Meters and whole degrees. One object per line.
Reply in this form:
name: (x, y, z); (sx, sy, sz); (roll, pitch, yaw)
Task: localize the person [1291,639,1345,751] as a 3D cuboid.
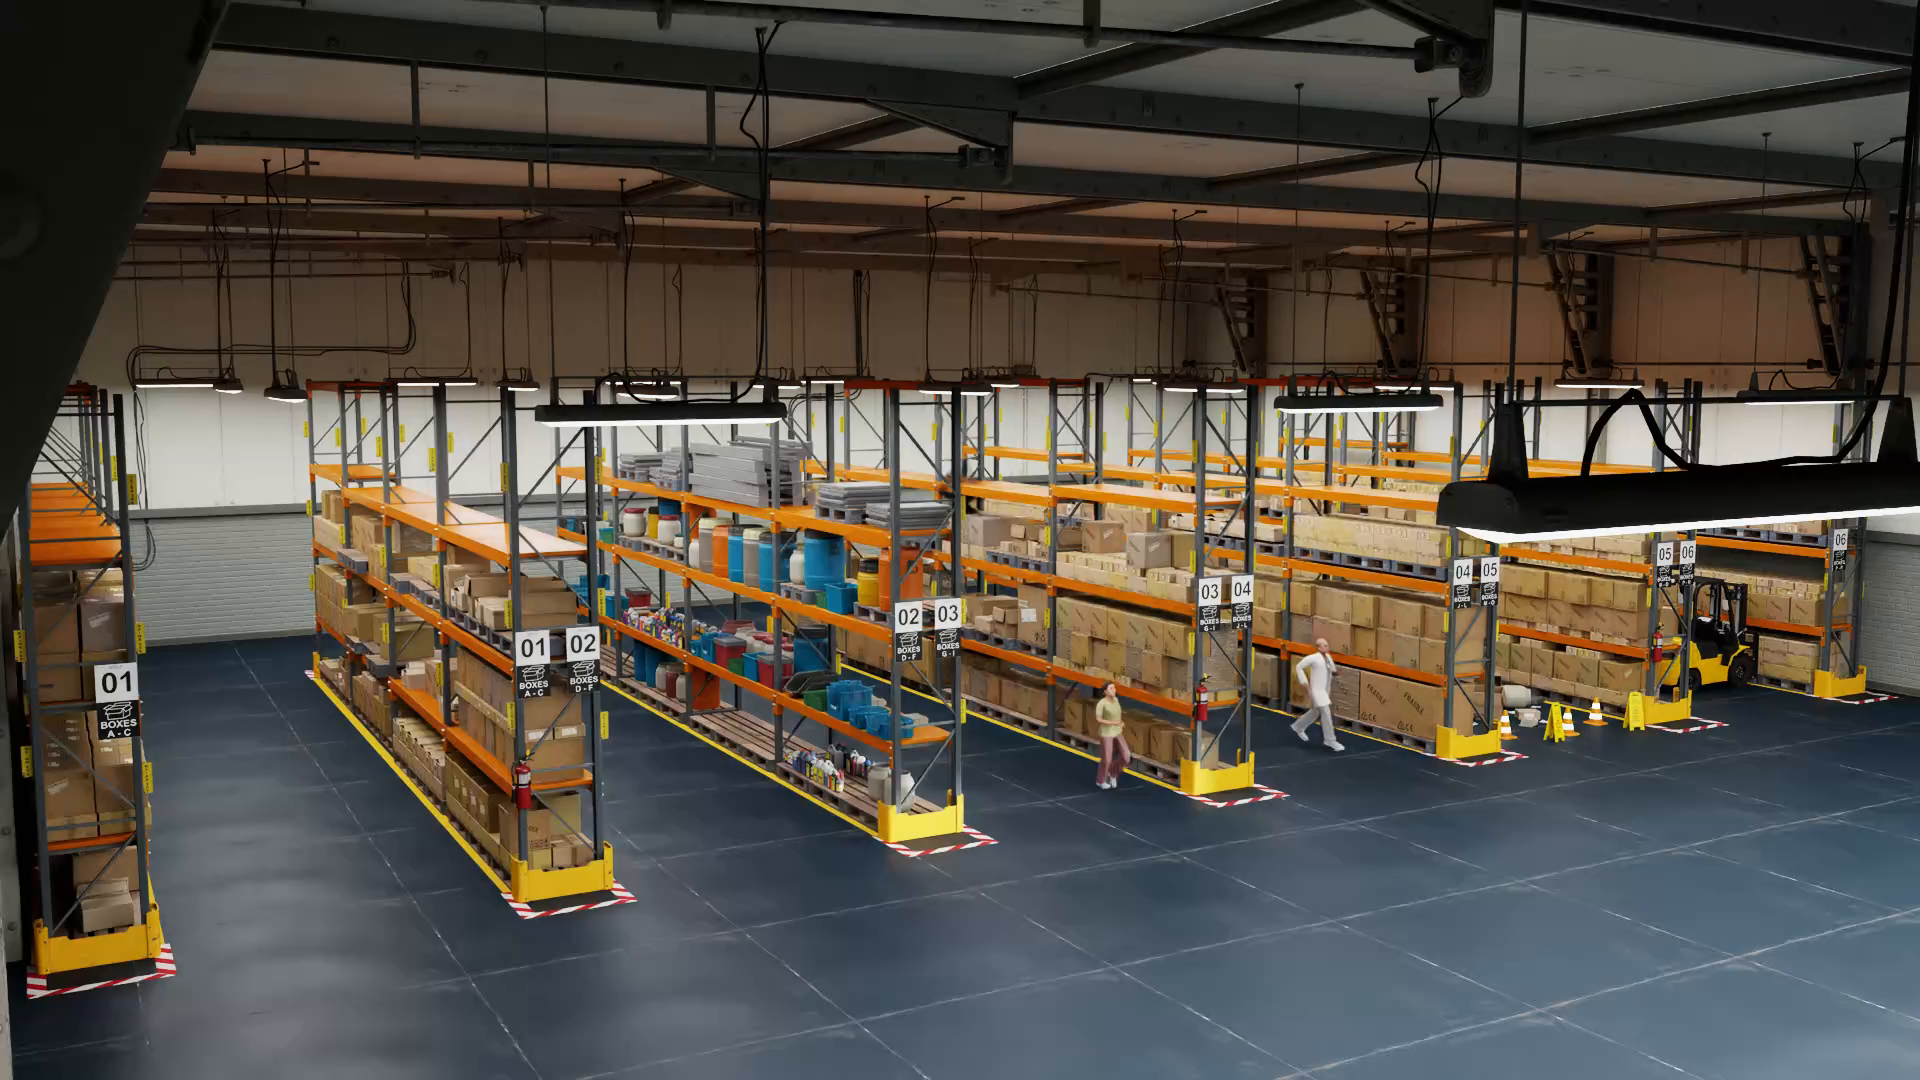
person: (5.901, 2.505, 27.379); (1.046, 1.789, 0.691); (5, 8, 42)

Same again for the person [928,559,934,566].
person: (-0.639, 1.309, 39.226); (0.672, 1.759, 0.731); (-1, 6, -13)

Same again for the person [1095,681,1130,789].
person: (2.242, 2.889, 24.591); (0.556, 1.635, 0.616); (-4, 7, -34)
